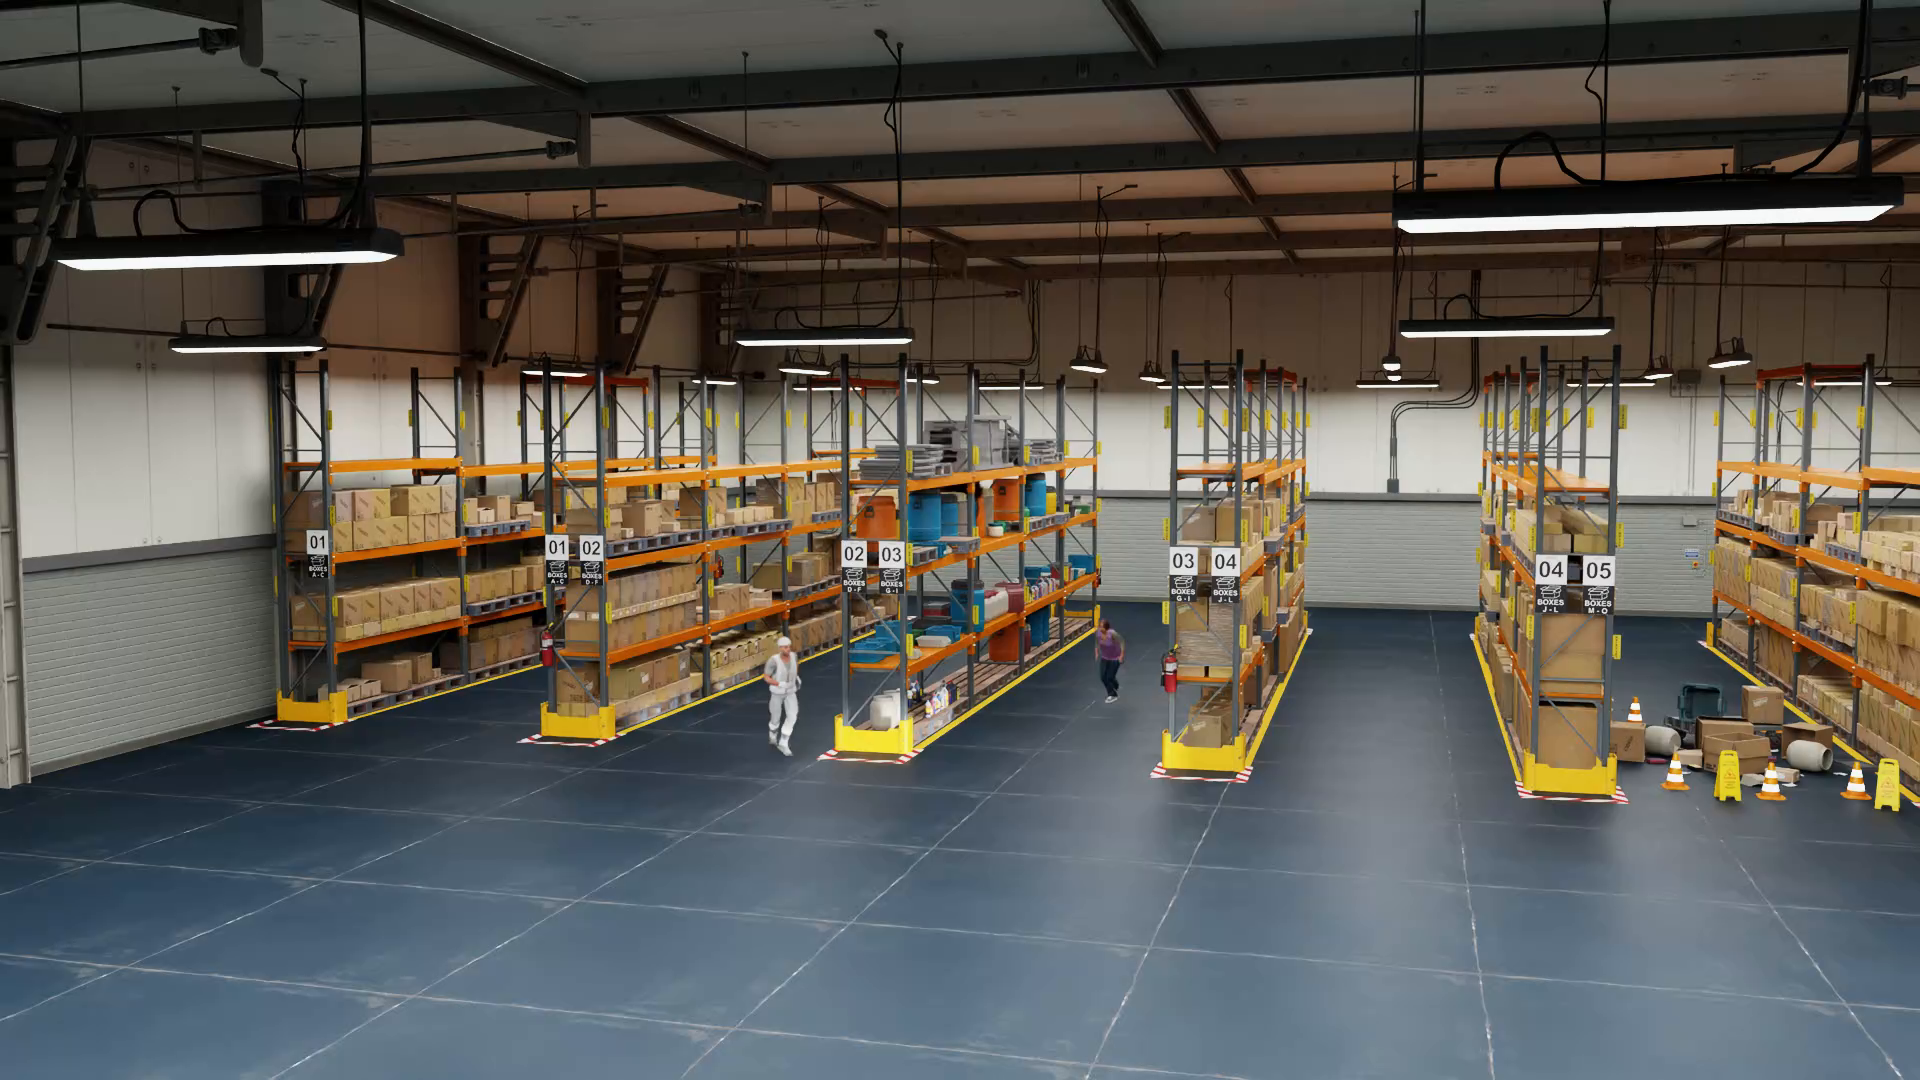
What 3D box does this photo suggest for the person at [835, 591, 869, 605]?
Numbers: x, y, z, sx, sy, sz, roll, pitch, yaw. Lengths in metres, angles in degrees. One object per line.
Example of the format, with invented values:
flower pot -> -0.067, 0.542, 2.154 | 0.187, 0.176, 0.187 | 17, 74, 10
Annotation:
person -> -2.755, 1.087, 43.282 | 1.032, 1.639, 0.623 | 0, 4, 4

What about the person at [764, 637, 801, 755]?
person -> -2.700, 2.329, 25.140 | 0.654, 1.801, 0.816 | -2, 4, -23

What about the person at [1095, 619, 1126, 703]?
person -> 2.532, 2.009, 27.825 | 0.553, 1.437, 0.775 | 2, 5, 27
